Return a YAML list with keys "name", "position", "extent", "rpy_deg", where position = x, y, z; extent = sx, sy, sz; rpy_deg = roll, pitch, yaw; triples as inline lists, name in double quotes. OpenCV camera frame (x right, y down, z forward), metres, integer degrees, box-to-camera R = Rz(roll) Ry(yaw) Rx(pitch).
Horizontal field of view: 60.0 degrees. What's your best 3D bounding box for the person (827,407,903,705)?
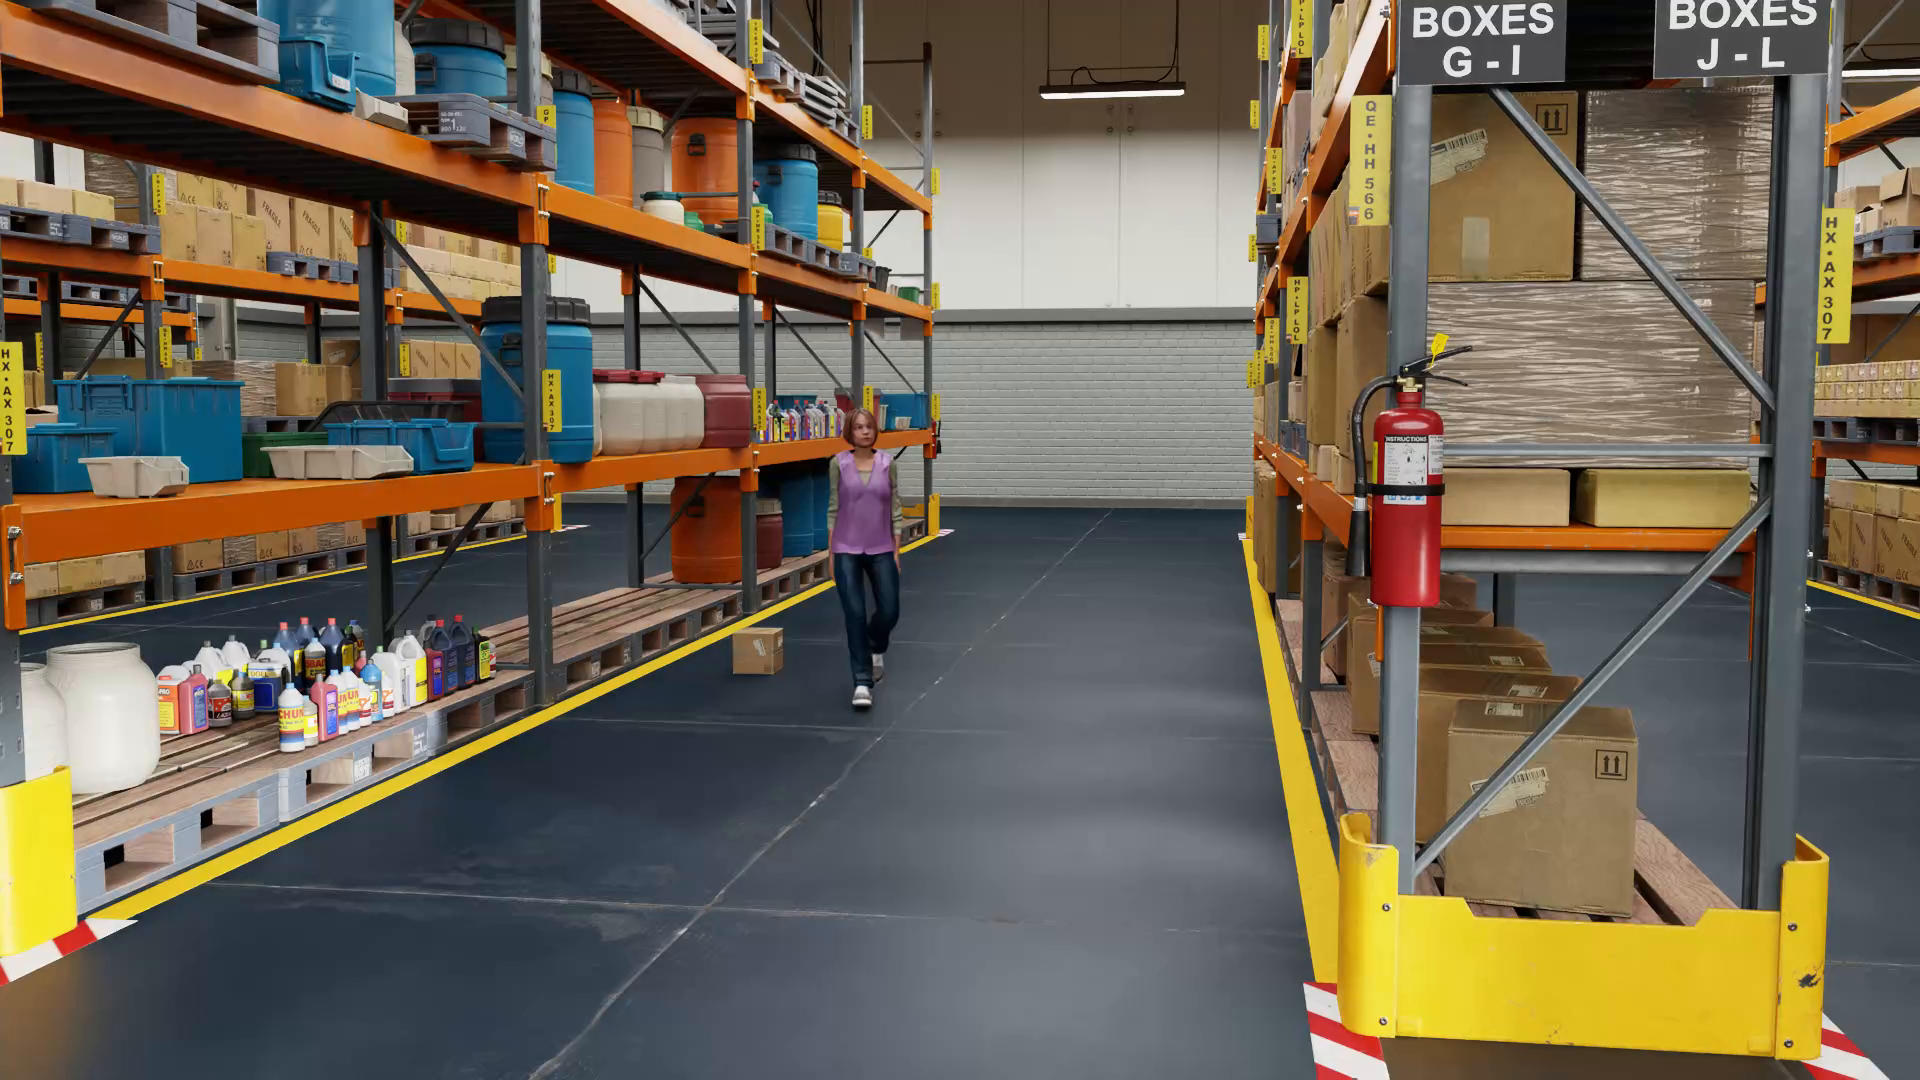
- name: "person"
  position: [-0.515, 0.074, 8.973]
  extent: [0.411, 1.581, 0.557]
  rpy_deg: [-1, 5, -8]
